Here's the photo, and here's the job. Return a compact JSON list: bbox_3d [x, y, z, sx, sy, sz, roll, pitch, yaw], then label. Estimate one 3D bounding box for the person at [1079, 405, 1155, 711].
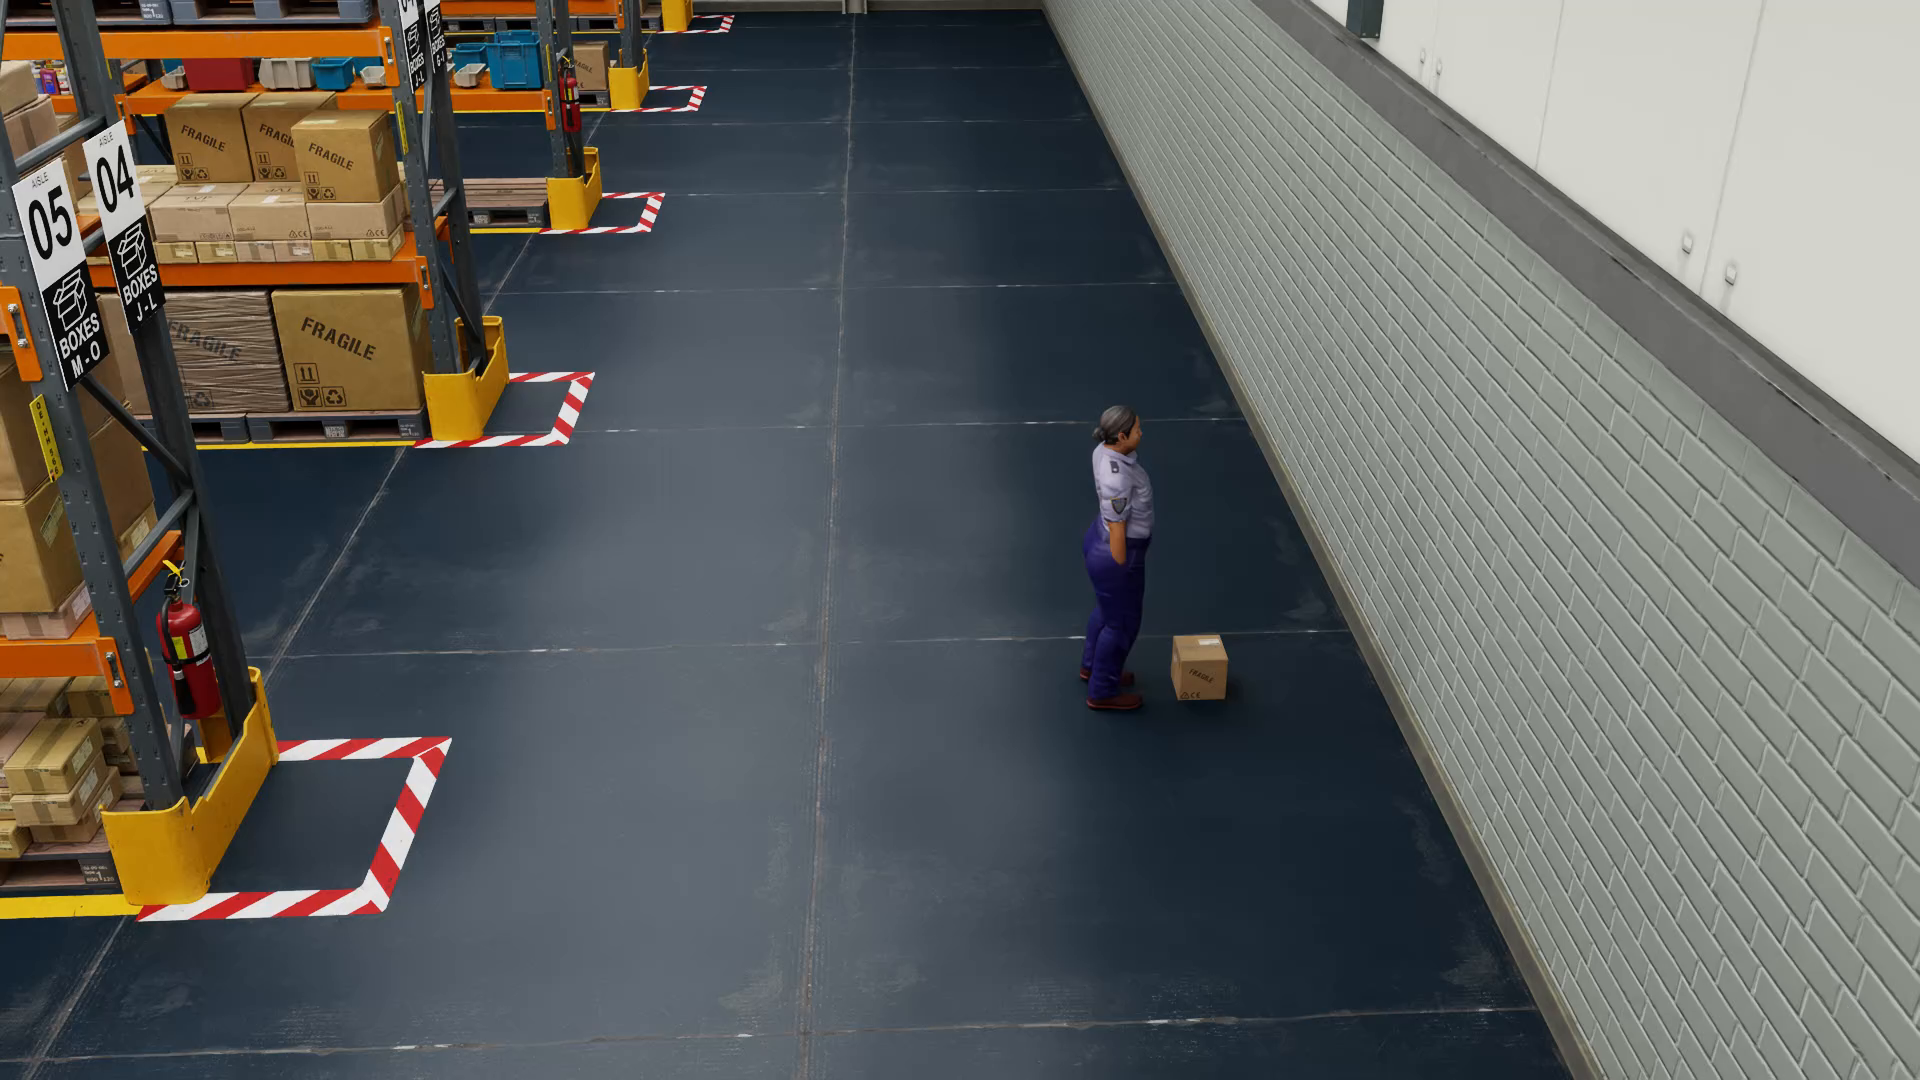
[{"bbox_3d":[0.805,0.074,8.506,0.343,1.648,0.467,-1,28,-1],"label":"person"}]
